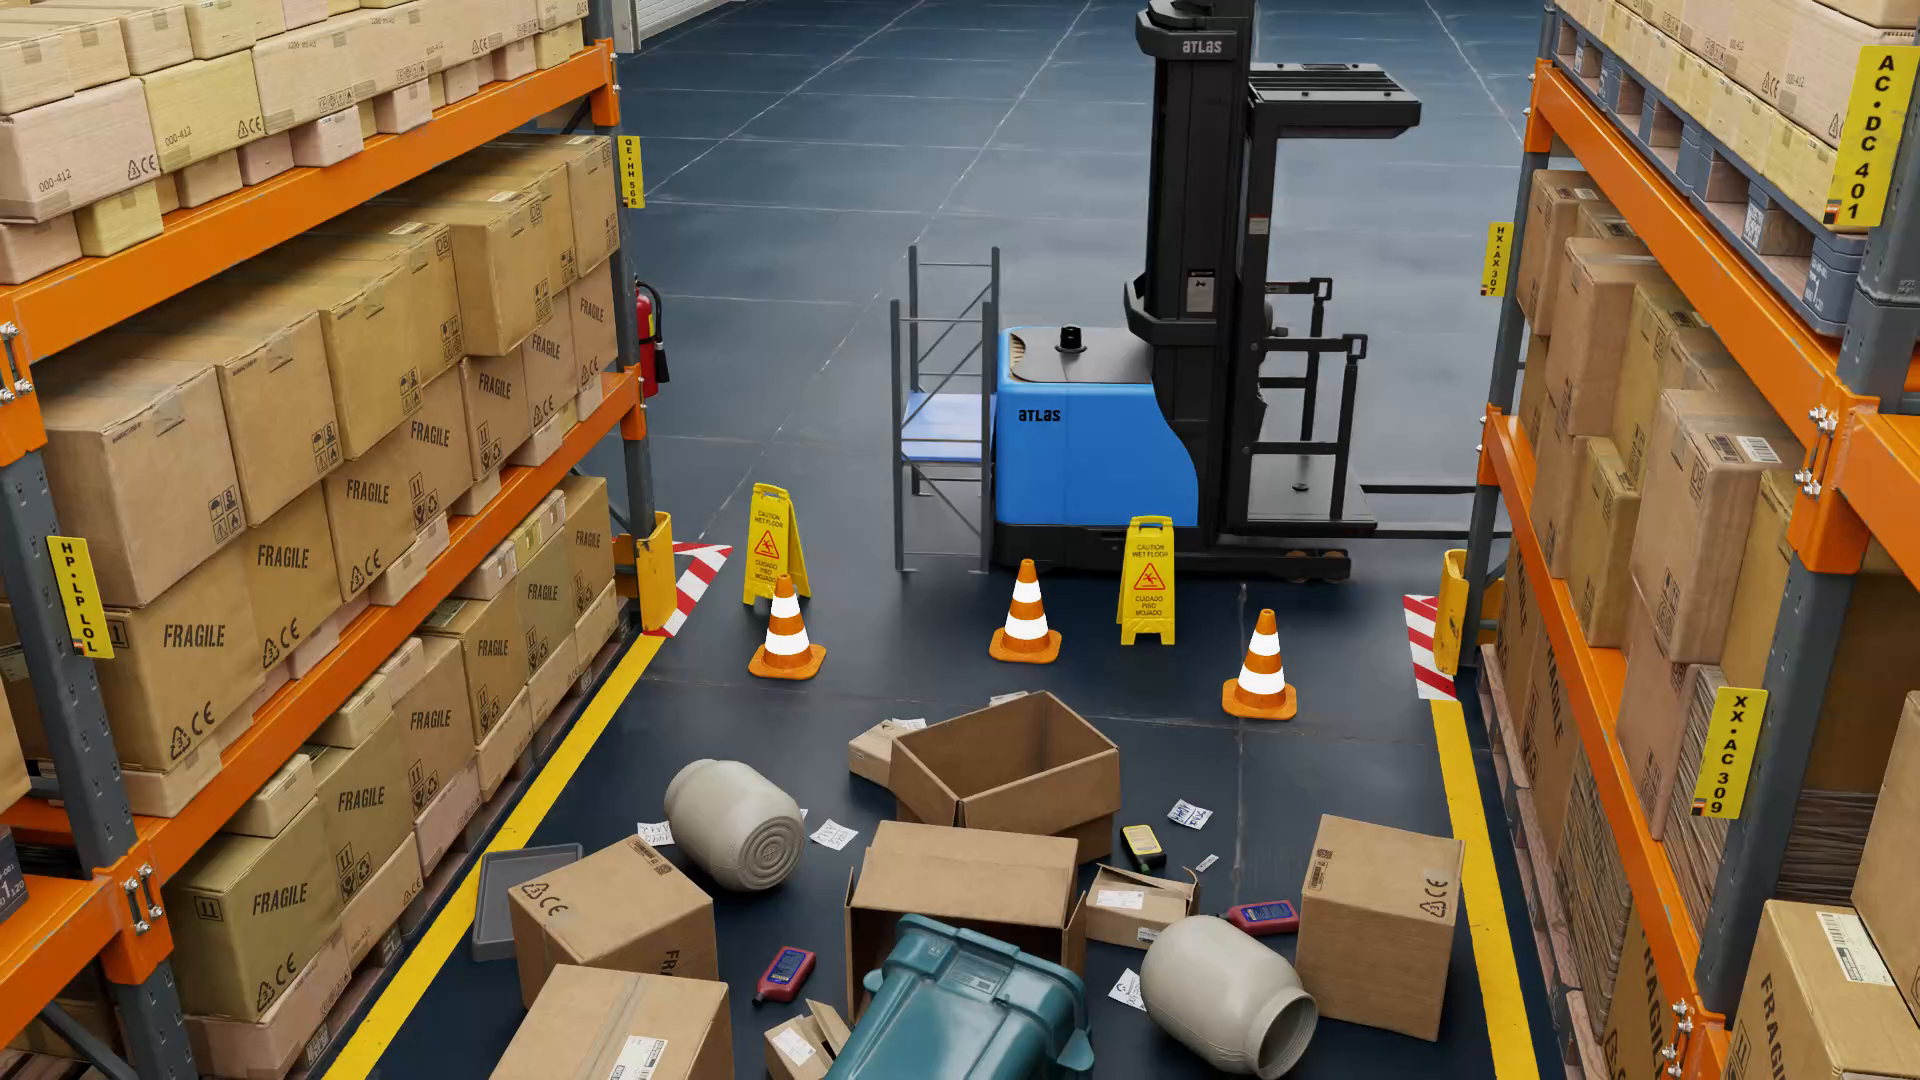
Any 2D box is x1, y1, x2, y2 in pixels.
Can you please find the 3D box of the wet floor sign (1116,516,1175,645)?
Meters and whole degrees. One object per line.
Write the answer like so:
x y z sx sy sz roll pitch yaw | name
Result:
0.919 0.174 8.117 0.267 0.644 0.232 0 25 -1 | wet floor sign

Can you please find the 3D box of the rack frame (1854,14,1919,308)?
2.214 -1.787 2.454 1.000 3.000 0.127 4 25 9 | rack frame

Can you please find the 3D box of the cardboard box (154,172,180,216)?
-2.363 -0.946 4.491 0.380 0.149 0.250 4 25 9 | cardboard box

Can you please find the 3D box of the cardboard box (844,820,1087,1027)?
0.034 1.327 5.661 0.797 0.637 0.503 4 25 9 | cardboard box

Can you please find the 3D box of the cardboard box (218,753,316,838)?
-2.243 0.775 5.155 0.380 0.149 0.250 4 25 9 | cardboard box

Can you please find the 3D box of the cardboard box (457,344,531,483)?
-2.020 -0.560 6.439 0.500 0.500 0.500 4 25 8 | cardboard box

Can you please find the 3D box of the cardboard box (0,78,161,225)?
-2.344 -0.961 4.053 0.500 0.250 0.500 3 25 7 | cardboard box

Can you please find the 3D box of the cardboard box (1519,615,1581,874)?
2.681 0.685 6.259 0.875 0.875 0.875 4 25 8 | cardboard box

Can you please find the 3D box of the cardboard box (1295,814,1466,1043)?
1.456 1.340 5.794 0.500 0.500 0.500 8 26 18 | cardboard box

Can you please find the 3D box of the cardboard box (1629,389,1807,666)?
2.284 -0.017 4.298 0.875 0.550 0.550 4 25 9 | cardboard box

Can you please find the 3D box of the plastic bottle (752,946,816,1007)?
-0.625 1.550 5.866 0.133 0.061 0.283 8 26 18 | plastic bottle

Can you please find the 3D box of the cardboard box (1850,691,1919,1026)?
2.139 0.640 3.048 0.700 0.500 0.500 4 25 8 | cardboard box

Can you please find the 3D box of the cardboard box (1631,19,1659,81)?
2.249 -1.468 4.992 0.380 0.149 0.250 4 25 9 | cardboard box

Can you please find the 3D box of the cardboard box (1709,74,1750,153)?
2.082 -1.045 4.090 0.380 0.149 0.250 4 25 9 | cardboard box

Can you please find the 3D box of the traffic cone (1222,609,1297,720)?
1.380 0.529 7.573 0.336 0.463 0.334 4 25 9 | traffic cone

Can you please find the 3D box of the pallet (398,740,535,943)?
-2.414 1.097 6.658 1.003 0.211 1.213 4 25 9 | pallet

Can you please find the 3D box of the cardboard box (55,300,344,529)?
-2.295 -0.385 4.886 0.700 0.500 0.500 4 25 9 | cardboard box

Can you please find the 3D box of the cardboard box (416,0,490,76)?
-2.013 -1.809 5.864 0.500 0.250 0.500 5 25 10 | cardboard box

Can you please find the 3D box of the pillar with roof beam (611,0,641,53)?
-0.744 -11.105 22.359 9.100 9.000 0.400 4 25 9 | pillar with roof beam

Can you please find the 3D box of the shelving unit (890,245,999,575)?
-0.064 -0.724 9.027 0.538 1.500 1.048 2 25 3 | shelving unit

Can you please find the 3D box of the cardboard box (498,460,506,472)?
-2.070 -0.332 6.718 0.380 0.149 0.250 4 25 9 | cardboard box

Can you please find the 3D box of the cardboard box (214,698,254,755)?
-2.328 0.524 4.888 0.380 0.149 0.250 5 26 10 | cardboard box

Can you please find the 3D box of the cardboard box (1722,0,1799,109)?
2.124 -1.166 3.878 0.500 0.250 0.500 4 25 8 | cardboard box

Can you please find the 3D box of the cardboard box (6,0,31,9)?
-2.839 -1.459 4.646 0.380 0.149 0.250 5 26 10 | cardboard box

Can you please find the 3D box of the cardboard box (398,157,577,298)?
-1.990 -1.237 6.706 0.700 0.500 0.500 4 25 9 | cardboard box

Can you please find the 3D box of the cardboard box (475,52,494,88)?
-2.007 -1.804 6.323 0.380 0.149 0.250 4 25 9 | cardboard box

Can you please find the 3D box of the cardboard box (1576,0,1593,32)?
2.413 -1.891 5.896 0.380 0.149 0.250 4 25 9 | cardboard box

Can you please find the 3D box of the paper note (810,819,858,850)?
-0.509 1.184 6.698 0.148 0.019 0.142 13 28 26 | paper note

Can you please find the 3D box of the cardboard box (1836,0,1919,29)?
1.960 -1.087 3.238 0.380 0.149 0.250 4 25 8 | cardboard box

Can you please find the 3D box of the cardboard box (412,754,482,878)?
-2.163 1.010 6.302 0.500 0.250 0.500 4 25 8 | cardboard box

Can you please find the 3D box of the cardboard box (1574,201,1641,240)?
2.770 -0.911 6.208 0.875 0.550 0.550 4 25 9 | cardboard box

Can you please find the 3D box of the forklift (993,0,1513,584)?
1.702 -1.328 8.629 3.031 2.935 1.130 1 25 1 | forklift

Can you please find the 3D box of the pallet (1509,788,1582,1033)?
2.613 1.368 6.078 1.003 0.211 1.213 4 25 9 | pallet

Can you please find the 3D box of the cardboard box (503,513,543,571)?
-1.944 -0.006 6.823 0.380 0.149 0.250 4 25 9 | cardboard box

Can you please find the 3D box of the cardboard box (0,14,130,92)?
-2.298 -1.197 4.086 0.380 0.149 0.250 5 26 10 | cardboard box

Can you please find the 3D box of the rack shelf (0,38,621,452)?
-2.359 -1.240 5.671 1.077 0.370 4.000 4 25 9 | rack shelf

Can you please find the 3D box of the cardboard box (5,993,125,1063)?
-2.854 1.418 5.430 0.500 0.250 0.500 5 26 11 | cardboard box

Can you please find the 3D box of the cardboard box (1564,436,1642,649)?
2.523 0.029 5.473 0.875 0.550 0.500 4 25 9 | cardboard box

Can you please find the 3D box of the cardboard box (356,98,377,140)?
-2.139 -1.375 5.407 0.380 0.149 0.250 4 25 9 | cardboard box

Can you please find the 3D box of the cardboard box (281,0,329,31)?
-2.153 -1.634 5.021 0.380 0.149 0.250 4 25 8 | cardboard box

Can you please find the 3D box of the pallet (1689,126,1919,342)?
2.358 -0.730 3.838 1.003 0.211 1.213 4 25 9 | pallet

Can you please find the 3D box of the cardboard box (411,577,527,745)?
-2.077 0.454 6.606 0.500 0.500 0.500 3 25 7 | cardboard box

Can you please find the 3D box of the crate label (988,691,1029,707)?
0.254 0.790 7.401 0.250 0.136 0.298 -9 27 -19 | crate label

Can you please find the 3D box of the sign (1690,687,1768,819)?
1.667 0.464 3.606 0.100 0.325 0.005 4 25 9 | sign

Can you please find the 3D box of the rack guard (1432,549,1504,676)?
2.872 0.379 7.851 1.175 0.500 0.348 4 25 9 | rack guard

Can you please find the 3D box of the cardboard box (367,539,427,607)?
-2.099 0.099 5.797 0.380 0.149 0.250 4 25 9 | cardboard box

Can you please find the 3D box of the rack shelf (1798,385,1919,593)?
1.887 0.734 1.455 1.077 0.370 4.000 4 25 9 | rack shelf

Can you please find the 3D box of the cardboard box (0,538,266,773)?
-2.339 0.284 4.635 0.500 0.500 0.500 4 25 8 | cardboard box
